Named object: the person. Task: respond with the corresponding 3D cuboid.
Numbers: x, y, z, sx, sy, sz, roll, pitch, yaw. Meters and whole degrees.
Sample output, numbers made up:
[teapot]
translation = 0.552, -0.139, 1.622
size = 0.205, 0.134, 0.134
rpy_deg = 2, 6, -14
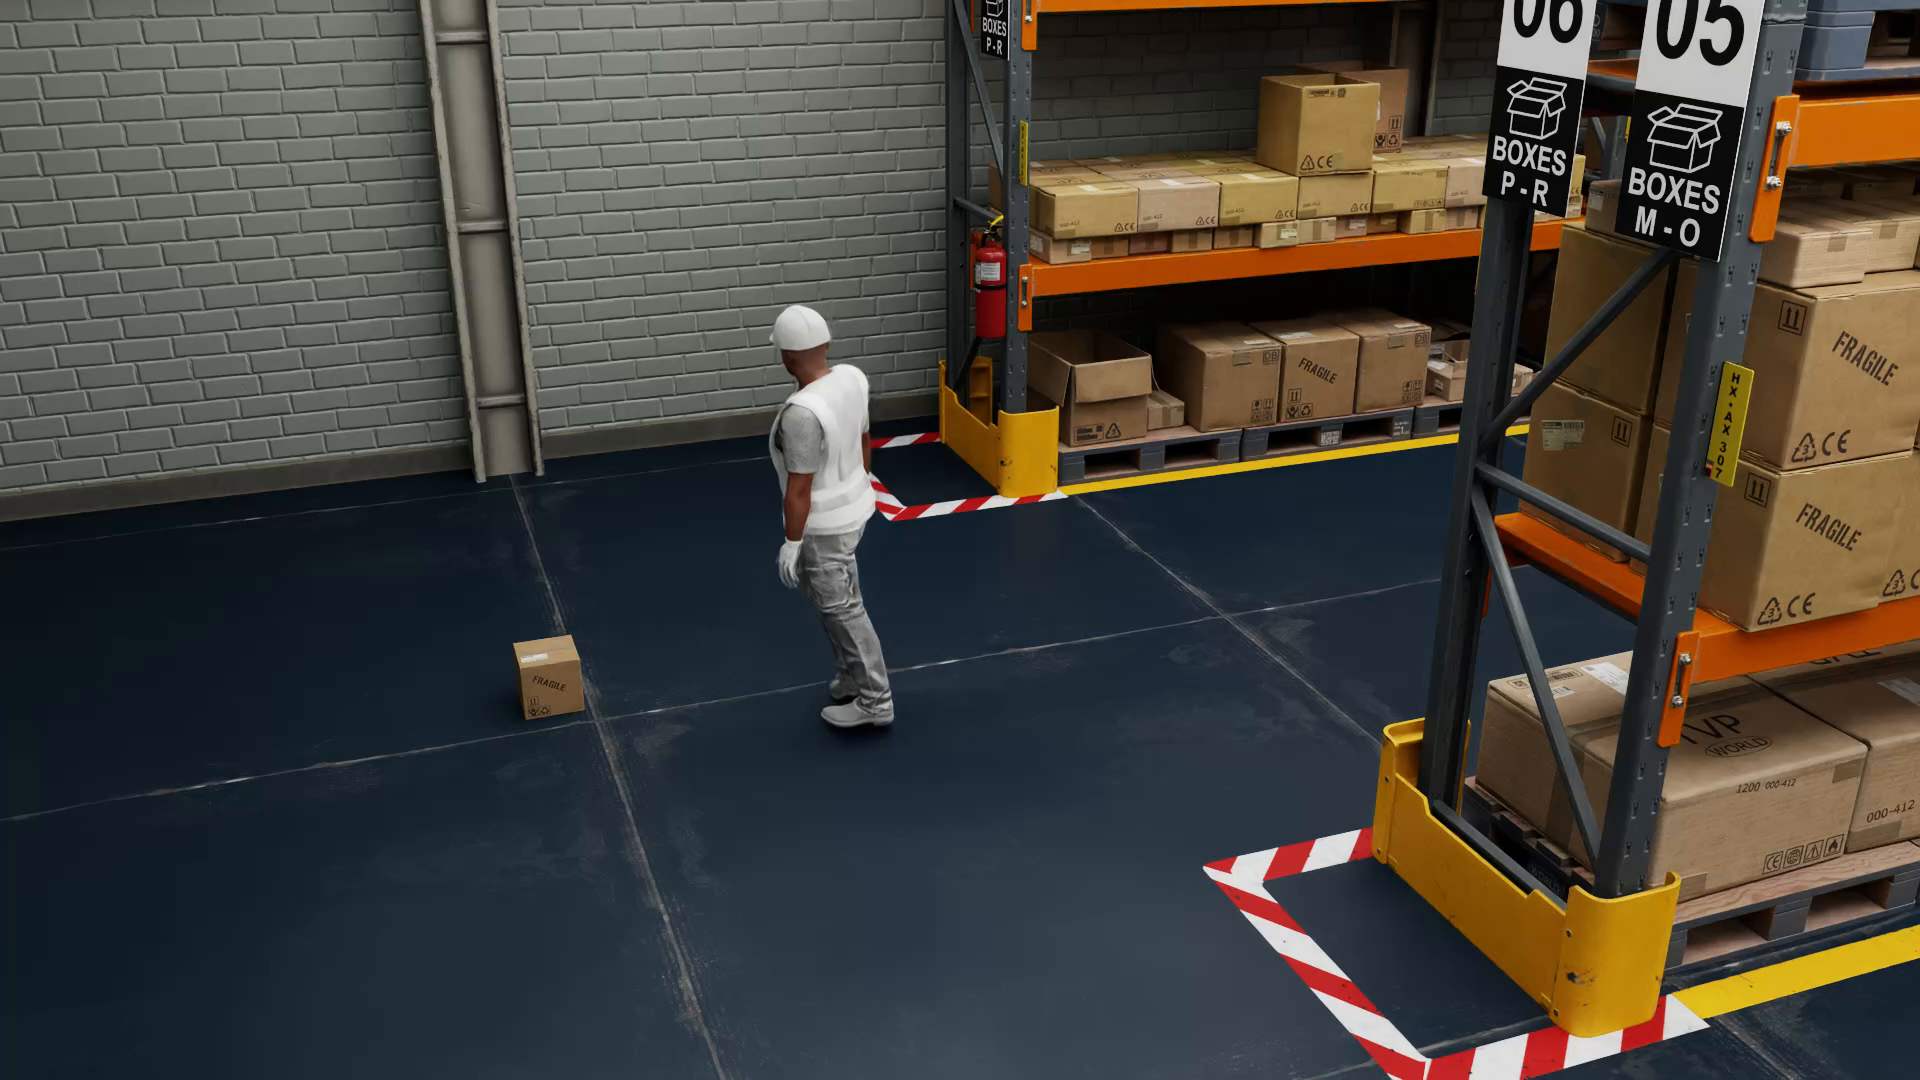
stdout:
[person]
translation = -0.514, -0.061, 6.689
size = 0.491, 1.791, 0.590
rpy_deg = 6, 23, 15
